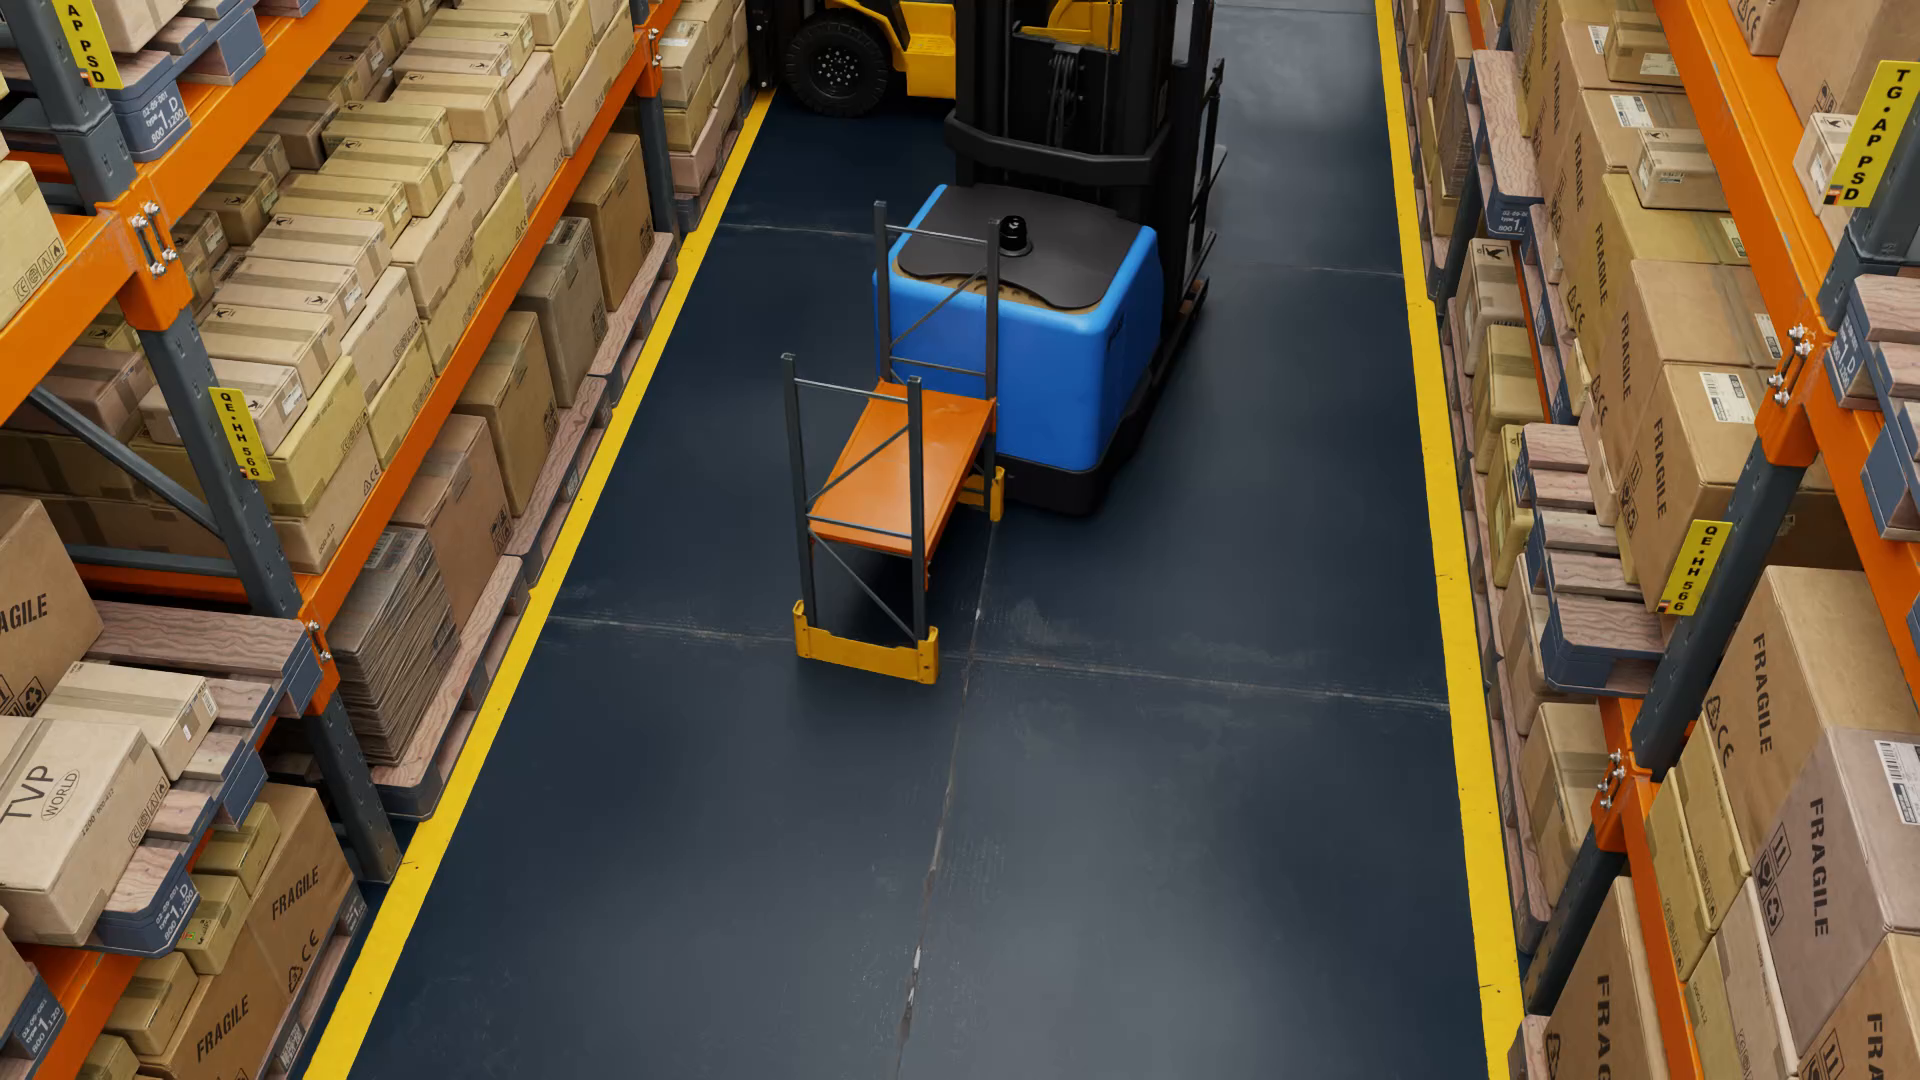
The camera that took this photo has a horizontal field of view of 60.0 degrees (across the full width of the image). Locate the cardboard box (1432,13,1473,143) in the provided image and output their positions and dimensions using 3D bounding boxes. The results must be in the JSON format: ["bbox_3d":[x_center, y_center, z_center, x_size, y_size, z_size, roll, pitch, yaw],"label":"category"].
[{"bbox_3d":[2.804,-2.419,8.772,0.500,0.500,0.500,6,44,6],"label":"cardboard box"}]

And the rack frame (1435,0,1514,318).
[{"bbox_3d":[2.926,-2.218,7.411,1.000,3.000,0.127,5,44,6],"label":"rack frame"}]

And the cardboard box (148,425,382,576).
[{"bbox_3d":[-2.222,-0.166,5.353,0.500,0.250,0.500,5,44,6],"label":"cardboard box"}]

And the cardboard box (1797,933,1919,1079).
[{"bbox_3d":[1.950,1.113,3.093,0.500,0.500,0.500,6,44,7],"label":"cardboard box"}]

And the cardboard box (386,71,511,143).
[{"bbox_3d":[-1.917,-1.624,6.239,0.380,0.149,0.250,4,44,4],"label":"cardboard box"}]

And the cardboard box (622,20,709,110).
[{"bbox_3d":[-1.619,-2.485,8.660,0.500,0.250,0.500,5,44,5],"label":"cardboard box"}]

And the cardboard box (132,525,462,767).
[{"bbox_3d":[-2.427,0.345,6.125,0.875,0.625,0.625,7,44,7],"label":"cardboard box"}]

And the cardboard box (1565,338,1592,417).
[{"bbox_3d":[2.224,-0.523,5.498,0.380,0.149,0.250,6,44,6],"label":"cardboard box"}]

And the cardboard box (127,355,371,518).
[{"bbox_3d":[-2.197,-0.346,5.179,0.500,0.250,0.500,5,44,5],"label":"cardboard box"}]

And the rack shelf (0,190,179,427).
[{"bbox_3d":[-2.787,0.594,2.782,1.077,0.370,4.000,5,44,6],"label":"rack shelf"}]

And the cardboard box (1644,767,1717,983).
[{"bbox_3d":[2.084,0.873,4.255,0.500,0.250,0.500,5,44,5],"label":"cardboard box"}]

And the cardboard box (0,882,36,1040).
[{"bbox_3d":[-2.555,0.999,3.633,0.797,0.503,0.637,4,44,5],"label":"cardboard box"}]

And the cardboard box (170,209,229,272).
[{"bbox_3d":[-2.699,-0.986,5.565,0.380,0.149,0.250,4,44,5],"label":"cardboard box"}]

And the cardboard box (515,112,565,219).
[{"bbox_3d":[-1.958,-1.566,6.832,0.500,0.250,0.500,5,44,6],"label":"cardboard box"}]

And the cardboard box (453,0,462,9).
[{"bbox_3d":[-1.920,-2.346,7.002,0.380,0.149,0.250,5,44,5],"label":"cardboard box"}]

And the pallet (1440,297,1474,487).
[{"bbox_3d":[2.825,-0.675,7.809,1.003,0.211,1.213,5,44,6],"label":"pallet"}]

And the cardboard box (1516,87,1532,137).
[{"bbox_3d":[2.498,-1.762,6.806,0.380,0.149,0.250,6,44,6],"label":"cardboard box"}]

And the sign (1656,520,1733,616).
[{"bbox_3d":[1.858,0.073,4.206,0.100,0.325,0.005,5,44,6],"label":"sign"}]

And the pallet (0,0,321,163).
[{"bbox_3d":[-2.522,-1.432,4.536,1.213,0.211,1.003,7,44,7],"label":"pallet"}]

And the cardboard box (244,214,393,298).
[{"bbox_3d":[-2.124,-0.942,5.518,0.380,0.149,0.250,6,44,6],"label":"cardboard box"}]

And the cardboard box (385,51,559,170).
[{"bbox_3d":[-1.940,-1.737,6.648,0.500,0.250,0.500,6,44,6],"label":"cardboard box"}]

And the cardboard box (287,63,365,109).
[{"bbox_3d":[-2.501,-1.684,6.302,0.380,0.149,0.250,6,44,6],"label":"cardboard box"}]

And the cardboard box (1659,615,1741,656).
[{"bbox_3d":[2.208,0.202,4.732,0.380,0.149,0.250,7,44,7],"label":"cardboard box"}]

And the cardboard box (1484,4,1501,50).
[{"bbox_3d":[2.667,-2.374,7.758,0.380,0.149,0.250,5,44,5],"label":"cardboard box"}]

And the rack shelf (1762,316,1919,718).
[{"bbox_3d":[2.133,1.043,2.308,1.077,0.370,4.000,5,44,6],"label":"rack shelf"}]

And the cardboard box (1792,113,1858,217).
[{"bbox_3d":[2.256,-0.894,4.013,0.380,0.149,0.250,5,44,6],"label":"cardboard box"}]

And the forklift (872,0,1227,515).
[{"bbox_3d":[0.622,-2.202,7.444,1.130,2.935,3.031,15,45,15],"label":"forklift"}]

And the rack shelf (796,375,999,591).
[{"bbox_3d":[-0.232,-0.251,6.685,0.538,0.185,1.000,11,45,12],"label":"rack shelf"}]

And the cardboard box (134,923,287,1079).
[{"bbox_3d":[-2.442,1.462,5.036,0.500,0.500,0.500,5,44,5],"label":"cardboard box"}]

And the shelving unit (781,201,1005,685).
[{"bbox_3d":[-0.234,-0.375,6.555,0.587,1.500,1.083,11,45,12],"label":"shelving unit"}]

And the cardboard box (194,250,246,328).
[{"bbox_3d":[-2.673,-0.748,5.603,0.500,0.250,0.500,6,44,6],"label":"cardboard box"}]

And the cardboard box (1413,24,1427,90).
[{"bbox_3d":[2.940,-2.853,9.776,0.500,0.250,0.500,8,44,8],"label":"cardboard box"}]

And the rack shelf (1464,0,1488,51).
[{"bbox_3d":[3.191,-3.320,9.098,1.077,0.370,4.000,5,44,6],"label":"rack shelf"}]

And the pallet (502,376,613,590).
[{"bbox_3d":[-2.212,-0.315,7.429,1.003,0.211,1.213,5,44,6],"label":"pallet"}]

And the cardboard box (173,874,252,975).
[{"bbox_3d":[-2.343,1.127,4.918,0.380,0.149,0.250,3,44,3],"label":"cardboard box"}]

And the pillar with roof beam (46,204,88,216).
[{"bbox_3d":[1.023,-2.698,3.555,9.100,9.000,0.400,5,44,6],"label":"pillar with roof beam"}]

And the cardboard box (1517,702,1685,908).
[{"bbox_3d":[2.482,0.926,5.697,0.950,0.372,0.625,3,43,3],"label":"cardboard box"}]

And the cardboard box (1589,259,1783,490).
[{"bbox_3d":[2.240,-0.477,4.978,0.500,0.500,0.500,5,44,5],"label":"cardboard box"}]

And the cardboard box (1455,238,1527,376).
[{"bbox_3d":[2.860,-1.059,7.792,0.950,0.372,0.625,6,44,6],"label":"cardboard box"}]

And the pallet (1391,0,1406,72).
[{"bbox_3d":[3.303,-3.329,10.613,1.003,0.211,1.213,5,44,6],"label":"pallet"}]

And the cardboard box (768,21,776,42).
[{"bbox_3d":[-1.411,-3.164,10.104,0.500,0.250,0.500,7,44,7],"label":"cardboard box"}]

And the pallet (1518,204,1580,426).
[{"bbox_3d":[2.619,-0.775,6.026,1.003,0.211,1.213,5,44,6],"label":"pallet"}]

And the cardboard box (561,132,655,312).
[{"bbox_3d":[-2.052,-1.600,8.180,0.875,0.625,0.625,7,44,7],"label":"cardboard box"}]

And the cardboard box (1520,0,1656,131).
[{"bbox_3d":[2.515,-1.880,6.459,0.500,0.500,0.500,5,44,6],"label":"cardboard box"}]

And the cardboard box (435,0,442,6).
[{"bbox_3d":[-2.375,-2.370,7.027,0.380,0.149,0.250,5,44,5],"label":"cardboard box"}]

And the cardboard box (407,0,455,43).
[{"bbox_3d":[-2.392,-2.130,7.063,0.500,0.250,0.500,5,44,5],"label":"cardboard box"}]
